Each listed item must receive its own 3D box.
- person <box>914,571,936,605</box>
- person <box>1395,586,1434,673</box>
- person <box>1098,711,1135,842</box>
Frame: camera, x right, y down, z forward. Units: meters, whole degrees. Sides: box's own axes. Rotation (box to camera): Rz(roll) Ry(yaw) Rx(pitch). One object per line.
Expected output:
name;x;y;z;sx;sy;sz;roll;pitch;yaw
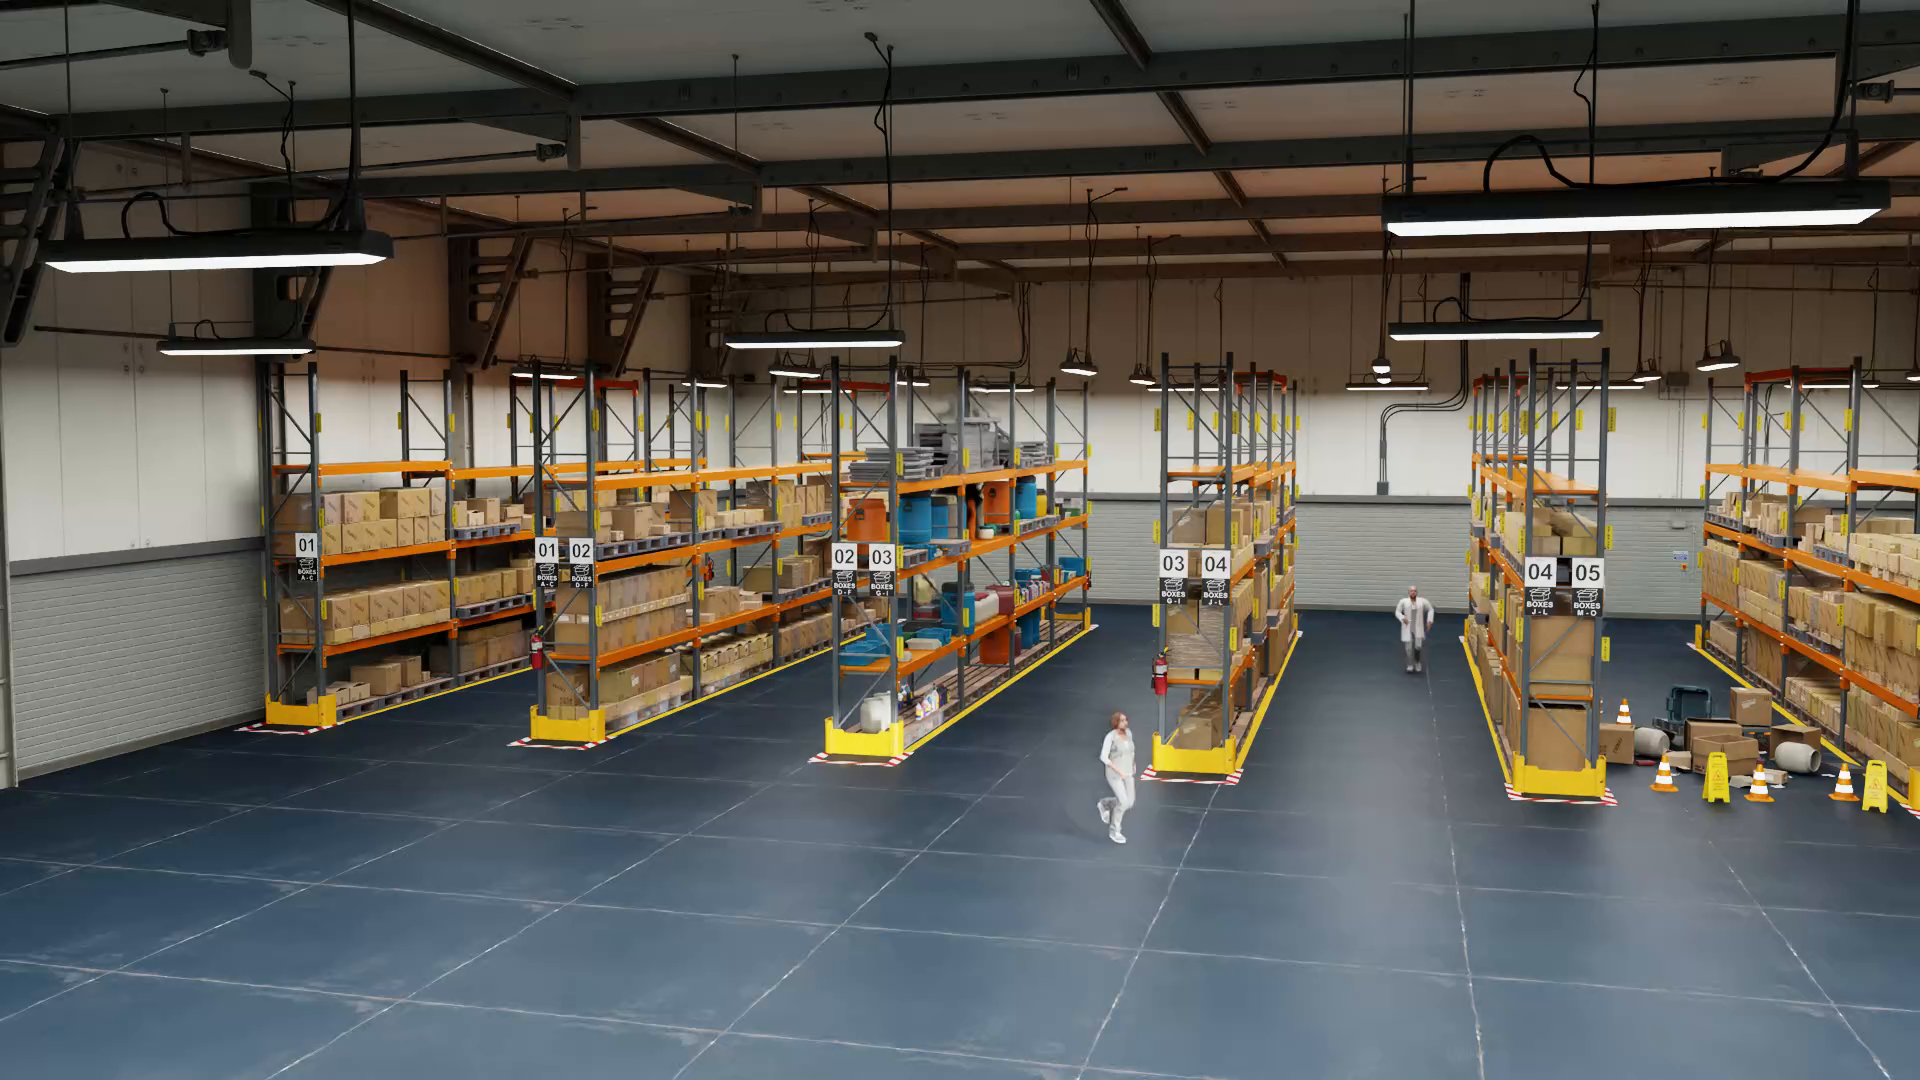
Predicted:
person;-0.828;1.459;38.876;0.578;1.612;0.684;1;4;8
person;9.062;1.791;33.196;0.747;1.756;0.680;1;4;15
person;1.878;2.827;19.995;0.554;1.573;0.610;-3;5;-39
